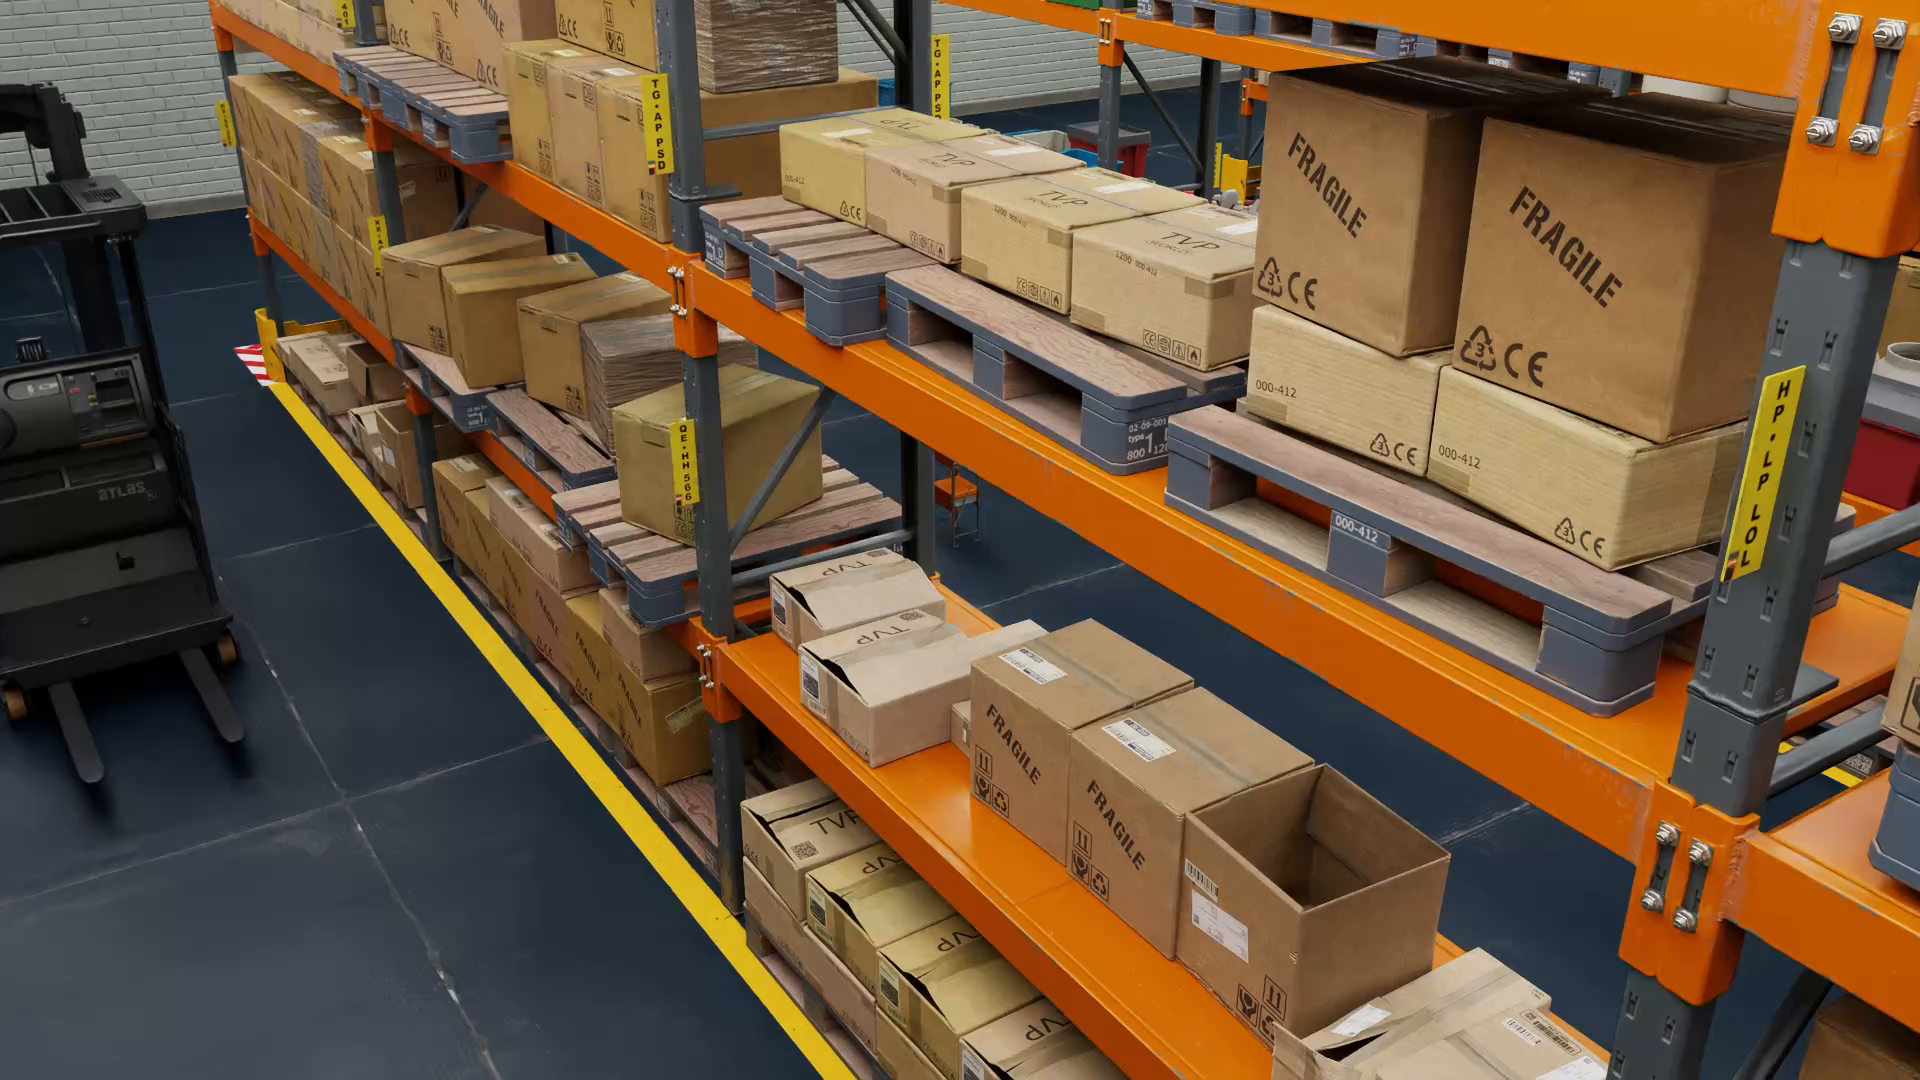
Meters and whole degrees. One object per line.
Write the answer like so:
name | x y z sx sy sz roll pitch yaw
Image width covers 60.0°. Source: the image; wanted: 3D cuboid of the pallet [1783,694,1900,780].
pallet | 4.653 0.908 8.080 1.003 0.211 1.213 -16 29 -30

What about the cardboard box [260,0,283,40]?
cardboard box | -4.036 -3.292 10.371 0.500 0.250 0.500 -16 29 -30

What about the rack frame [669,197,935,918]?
rack frame | -0.551 0.078 6.572 1.000 3.000 0.127 -16 29 -30

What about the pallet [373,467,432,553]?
pallet | -3.109 -0.338 10.718 1.003 0.211 1.213 -16 29 -30

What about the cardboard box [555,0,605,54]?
cardboard box | -1.341 -2.298 6.803 0.500 0.500 0.500 -16 29 -30

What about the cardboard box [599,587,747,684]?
cardboard box | -1.293 0.371 7.484 0.500 0.250 0.500 -14 29 -28

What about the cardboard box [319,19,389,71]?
cardboard box | -3.223 -2.754 9.231 0.500 0.250 0.500 -16 29 -30

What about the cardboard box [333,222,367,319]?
cardboard box | -3.505 -1.701 10.223 0.500 0.500 0.500 -15 29 -28

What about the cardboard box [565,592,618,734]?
cardboard box | -1.541 0.544 7.996 0.500 0.500 0.500 -17 30 -31

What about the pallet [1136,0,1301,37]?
pallet | 1.927 -3.519 10.899 1.213 0.211 1.003 -16 29 -30

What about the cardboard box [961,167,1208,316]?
cardboard box | 0.348 -0.861 4.730 0.500 0.250 0.500 -16 30 -31

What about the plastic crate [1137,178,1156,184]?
plastic crate | 1.283 -2.614 12.511 0.396 0.136 0.243 -16 29 -30

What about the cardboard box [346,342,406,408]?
cardboard box | -3.765 -1.094 11.462 0.797 0.503 0.637 -16 29 -30

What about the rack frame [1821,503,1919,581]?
rack frame | 1.630 -1.204 2.259 0.949 2.616 0.053 -16 29 -30

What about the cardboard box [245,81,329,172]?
cardboard box | -4.605 -2.876 11.539 0.500 0.500 0.500 -15 29 -29

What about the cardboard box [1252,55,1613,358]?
cardboard box | 0.998 -0.737 3.590 0.500 0.500 0.500 -13 28 -25

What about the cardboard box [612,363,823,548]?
cardboard box | -0.990 -0.356 6.882 0.500 0.500 0.700 18 31 33

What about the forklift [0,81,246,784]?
forklift | -4.470 -0.651 8.195 1.130 2.935 3.031 -16 30 -31

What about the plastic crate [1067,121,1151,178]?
plastic crate | 1.140 -2.940 12.818 0.402 0.464 0.583 -16 29 -30

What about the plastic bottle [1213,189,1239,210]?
plastic bottle | 1.903 -2.384 11.932 0.152 0.276 0.135 -16 29 -30

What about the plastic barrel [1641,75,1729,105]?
plastic barrel | 3.514 -2.300 7.963 0.421 0.512 0.421 0 25 0

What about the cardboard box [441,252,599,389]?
cardboard box | -2.235 -1.135 8.532 0.700 0.500 0.500 -11 27 -21

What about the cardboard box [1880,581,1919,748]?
cardboard box | 1.686 0.095 2.248 0.500 0.500 0.500 -13 28 -25

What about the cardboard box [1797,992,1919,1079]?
cardboard box | 1.880 1.034 2.910 0.700 0.500 0.500 -15 29 -29

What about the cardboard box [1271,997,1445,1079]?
cardboard box | 0.998 1.298 4.145 0.396 0.266 0.258 -16 30 -31

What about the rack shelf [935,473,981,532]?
rack shelf | -0.029 -0.233 10.190 0.215 0.259 0.240 -16 29 -30

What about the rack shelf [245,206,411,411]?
rack shelf | -3.827 -1.743 11.271 1.077 0.370 4.000 -16 29 -30

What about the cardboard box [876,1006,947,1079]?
cardboard box | 0.053 1.751 5.756 0.500 0.250 0.500 -16 30 -31

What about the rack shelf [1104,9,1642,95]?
rack shelf | 2.509 -2.822 10.043 1.077 0.370 4.000 -16 29 -30

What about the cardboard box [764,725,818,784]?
cardboard box | -0.560 0.780 7.497 0.500 0.500 0.500 -14 29 -27

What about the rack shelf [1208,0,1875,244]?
rack shelf | 0.541 -1.414 4.014 1.077 0.370 4.000 -16 29 -30

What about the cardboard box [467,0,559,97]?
cardboard box | -1.791 -2.316 7.402 0.600 0.600 0.600 -17 30 -32

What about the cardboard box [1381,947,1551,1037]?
cardboard box | 1.320 1.257 4.367 0.380 0.149 0.250 -16 29 -30

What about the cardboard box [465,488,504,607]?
cardboard box | -2.374 -0.004 9.156 0.500 0.500 0.500 -15 29 -29

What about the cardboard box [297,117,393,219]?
cardboard box | -3.785 -2.334 10.392 0.500 0.500 0.500 -15 29 -29

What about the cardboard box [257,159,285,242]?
cardboard box | -4.611 -2.425 11.757 0.500 0.500 0.500 -16 30 -30

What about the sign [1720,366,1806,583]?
sign | 1.183 -0.094 2.448 0.100 0.325 0.005 -16 29 -30

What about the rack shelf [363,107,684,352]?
rack shelf | -1.643 -1.669 7.600 1.077 0.370 4.000 -16 29 -30

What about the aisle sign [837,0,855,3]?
aisle sign | -1.054 -5.069 14.428 0.394 0.787 0.004 -16 29 -30

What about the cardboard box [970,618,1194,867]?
cardboard box | 0.378 0.629 5.287 0.500 0.500 0.500 -17 30 -32

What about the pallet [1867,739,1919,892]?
pallet | 2.120 0.491 2.286 1.003 0.211 1.213 -16 29 -30

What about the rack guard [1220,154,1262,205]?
rack guard | 3.370 -3.969 18.072 1.175 0.500 0.348 -16 29 -30

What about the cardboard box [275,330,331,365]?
cardboard box | -4.978 -1.464 12.661 0.380 0.149 0.250 -16 29 -30

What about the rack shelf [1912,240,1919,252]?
rack shelf | 6.659 -2.620 13.128 1.077 0.370 4.000 -16 29 -30

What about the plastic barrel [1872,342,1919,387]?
plastic barrel | 4.571 -0.657 7.997 0.421 0.512 0.421 0 25 0

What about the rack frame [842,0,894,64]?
rack frame | -0.766 -3.937 15.075 1.000 3.000 0.127 -16 29 -30

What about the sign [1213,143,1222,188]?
sign | 1.879 -2.759 12.256 0.100 0.325 0.005 -16 29 -30

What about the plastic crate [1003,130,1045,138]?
plastic crate | 0.570 -3.213 13.669 0.416 0.233 0.300 -16 29 -30

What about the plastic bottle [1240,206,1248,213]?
plastic bottle | 2.011 -2.253 11.743 0.097 0.201 0.097 0 25 0

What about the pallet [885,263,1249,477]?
pallet | 0.507 -0.572 4.656 1.003 0.211 1.213 -14 29 -27

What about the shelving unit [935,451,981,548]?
shelving unit | -0.029 -0.494 10.066 0.215 1.050 0.252 -16 29 -30
